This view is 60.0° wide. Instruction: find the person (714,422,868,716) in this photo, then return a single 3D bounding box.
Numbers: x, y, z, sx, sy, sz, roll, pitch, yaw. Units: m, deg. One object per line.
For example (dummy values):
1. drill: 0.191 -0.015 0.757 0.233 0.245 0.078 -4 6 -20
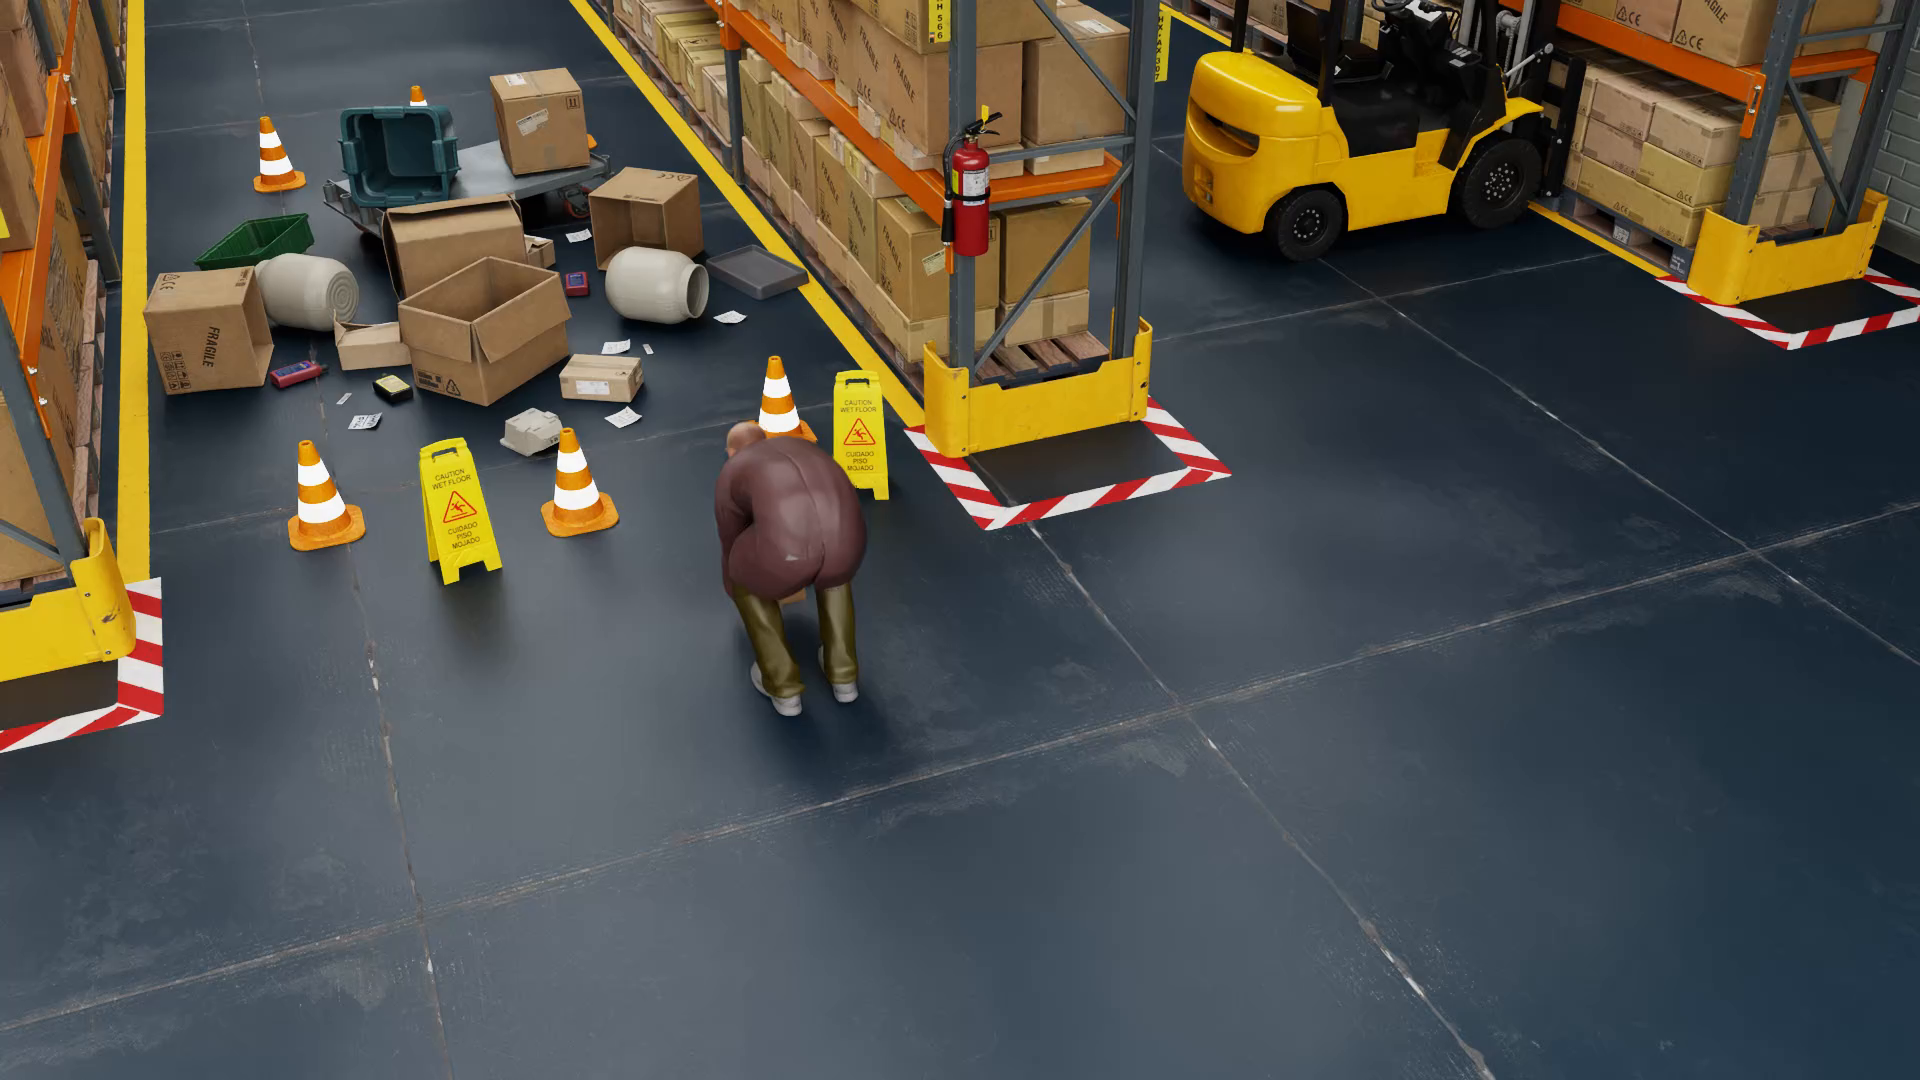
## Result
1. person: -0.707 0.056 6.707 0.580 1.078 0.949 -14 36 -21
